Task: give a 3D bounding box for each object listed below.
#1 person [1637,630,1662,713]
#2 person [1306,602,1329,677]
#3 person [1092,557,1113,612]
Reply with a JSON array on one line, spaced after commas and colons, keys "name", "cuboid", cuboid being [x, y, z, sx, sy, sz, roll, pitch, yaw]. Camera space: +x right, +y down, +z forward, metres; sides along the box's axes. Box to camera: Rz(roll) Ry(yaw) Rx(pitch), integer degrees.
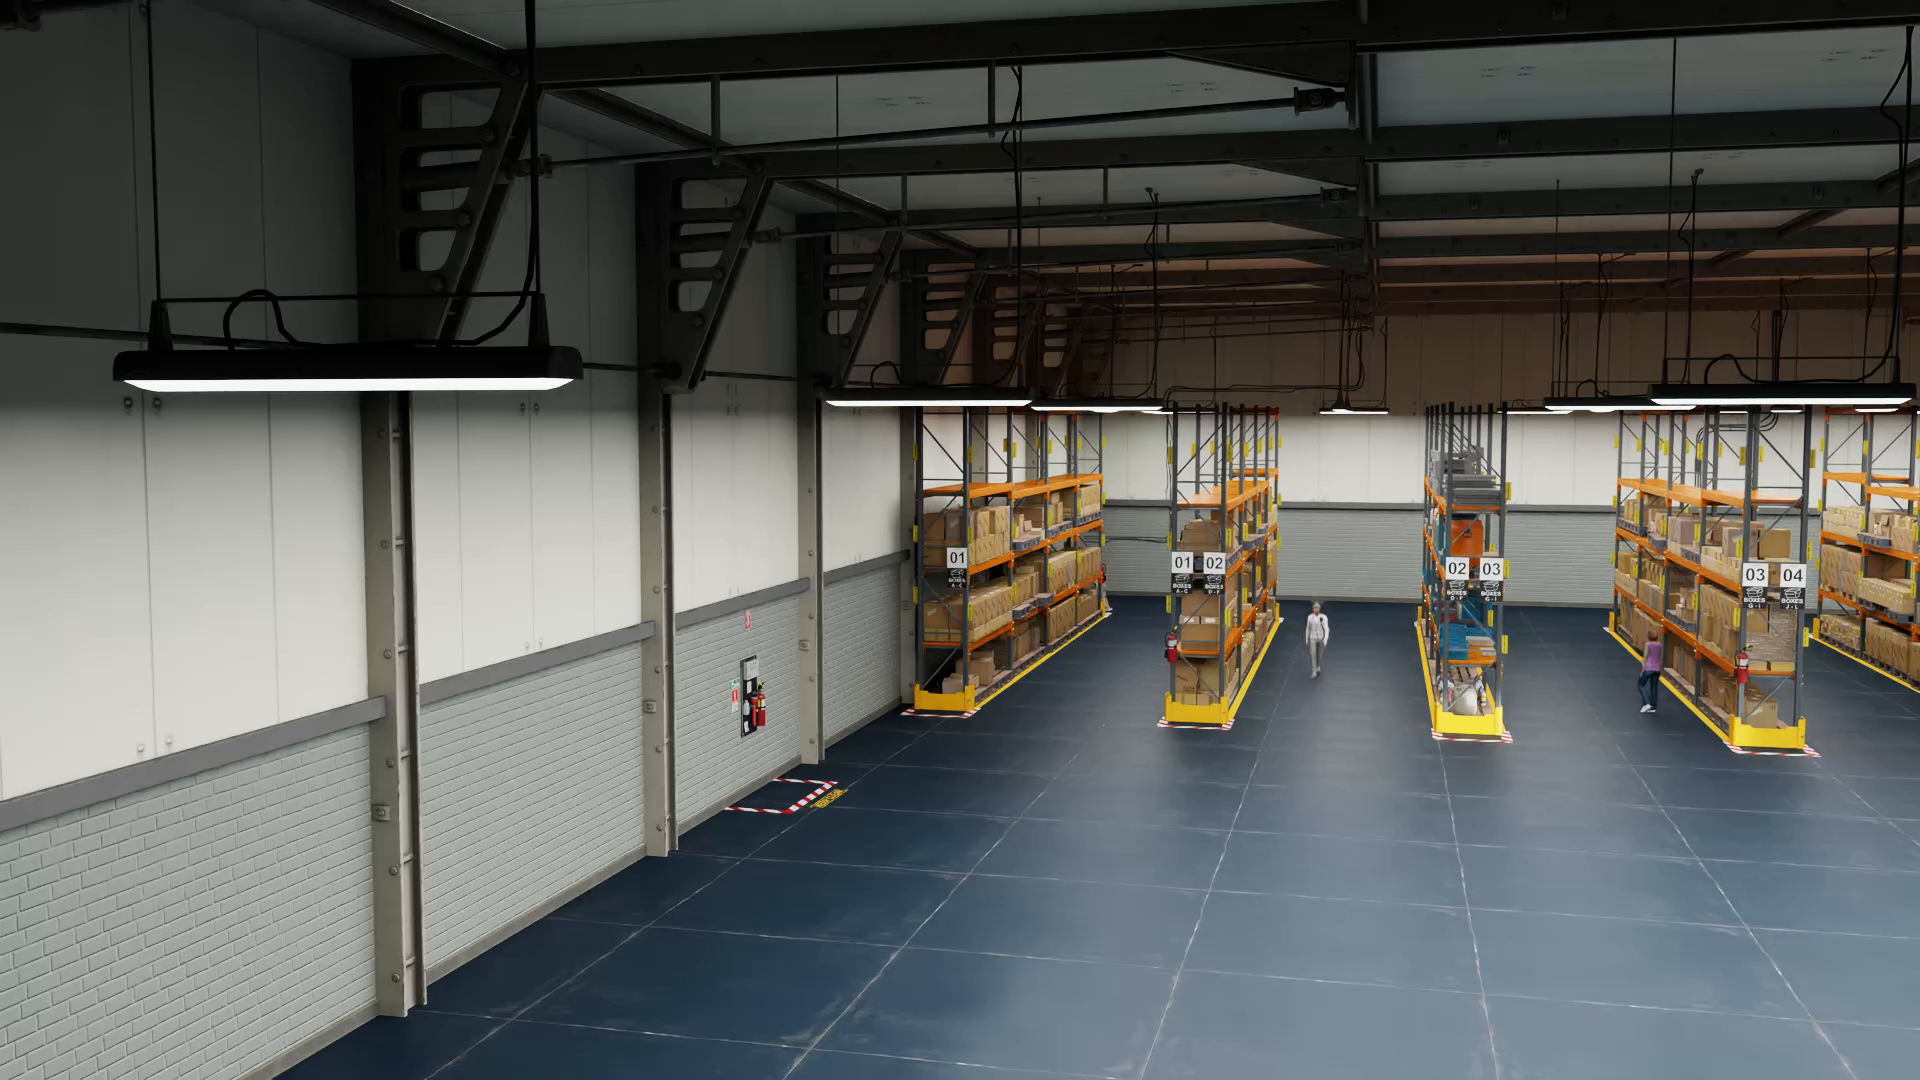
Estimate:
[{"name": "person", "cuboid": [13.391, 2.551, 32.220, 0.442, 1.620, 0.341, -1, 4, -13]}, {"name": "person", "cuboid": [7.915, 2.170, 36.733, 0.458, 1.622, 1.052, 0, 4, 5]}, {"name": "person", "cuboid": [4.088, 1.293, 49.128, 1.110, 1.607, 0.430, 3, 5, 31]}]
